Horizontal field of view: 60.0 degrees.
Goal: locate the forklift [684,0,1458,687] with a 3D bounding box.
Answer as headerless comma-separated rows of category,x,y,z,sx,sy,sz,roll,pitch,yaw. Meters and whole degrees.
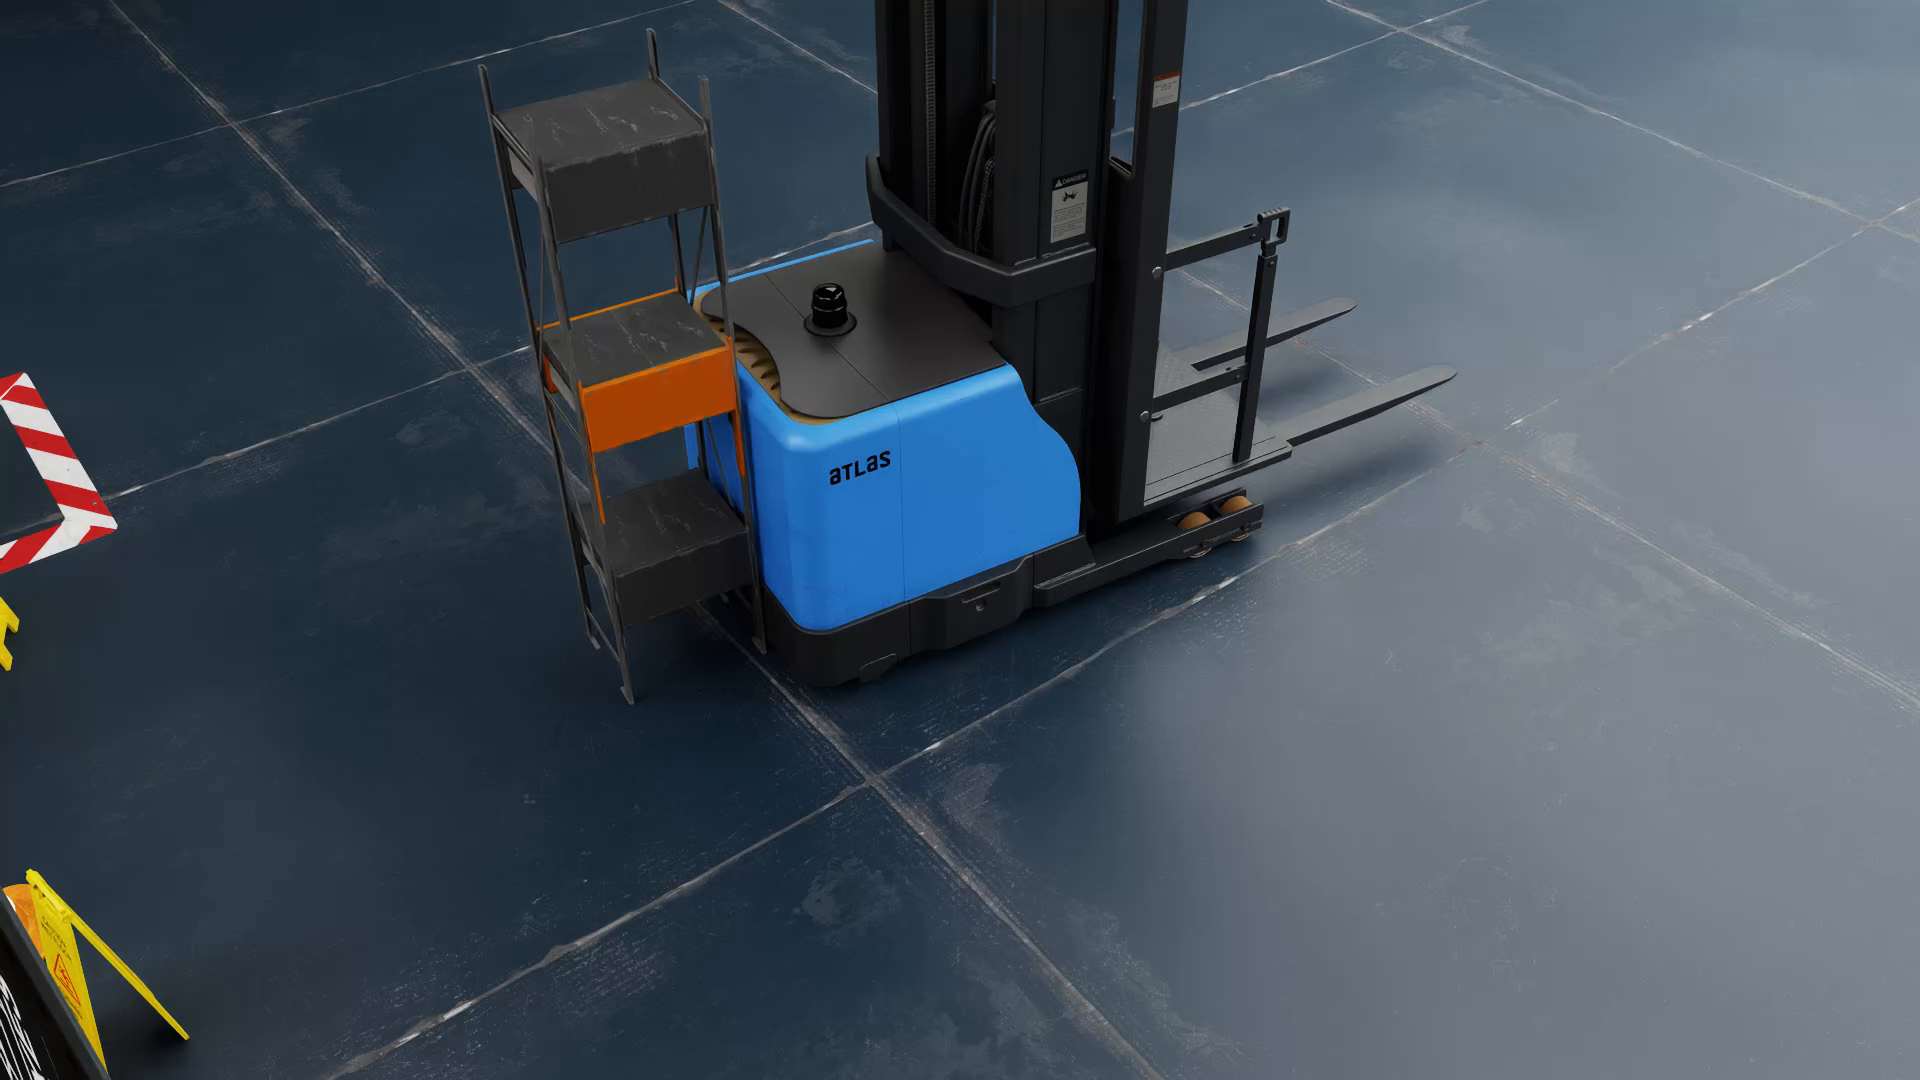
forklift,0.543,-1.336,5.568,3.031,2.935,1.130,-21,44,-23

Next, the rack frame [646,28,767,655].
rack frame,-0.779,-0.525,5.234,0.015,2.100,0.400,-21,44,-23

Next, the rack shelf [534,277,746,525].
rack shelf,-0.989,-0.436,5.147,0.480,0.518,0.431,-21,44,-23

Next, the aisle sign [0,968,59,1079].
aisle sign,-0.875,0.334,1.429,0.004,0.787,0.394,-26,46,-28

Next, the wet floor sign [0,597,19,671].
wet floor sign,-3.408,0.140,5.571,0.232,0.644,0.267,-11,41,-13

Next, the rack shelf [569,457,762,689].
rack shelf,-0.989,0.106,5.591,0.480,0.518,0.431,-21,44,-23

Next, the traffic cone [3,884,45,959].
traffic cone,-2.820,0.988,4.681,0.334,0.463,0.336,-26,46,-28

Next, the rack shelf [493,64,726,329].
rack shelf,-0.989,-0.977,4.703,0.480,0.518,0.431,-21,44,-23

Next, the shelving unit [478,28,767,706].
shelving unit,-0.989,-0.446,5.138,0.503,2.100,0.431,-21,44,-23

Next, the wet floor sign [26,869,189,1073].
wet floor sign,-2.298,1.119,4.378,0.267,0.644,0.232,30,48,31

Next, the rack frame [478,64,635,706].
rack frame,-1.199,-0.368,5.043,0.015,2.100,0.400,-21,44,-23
